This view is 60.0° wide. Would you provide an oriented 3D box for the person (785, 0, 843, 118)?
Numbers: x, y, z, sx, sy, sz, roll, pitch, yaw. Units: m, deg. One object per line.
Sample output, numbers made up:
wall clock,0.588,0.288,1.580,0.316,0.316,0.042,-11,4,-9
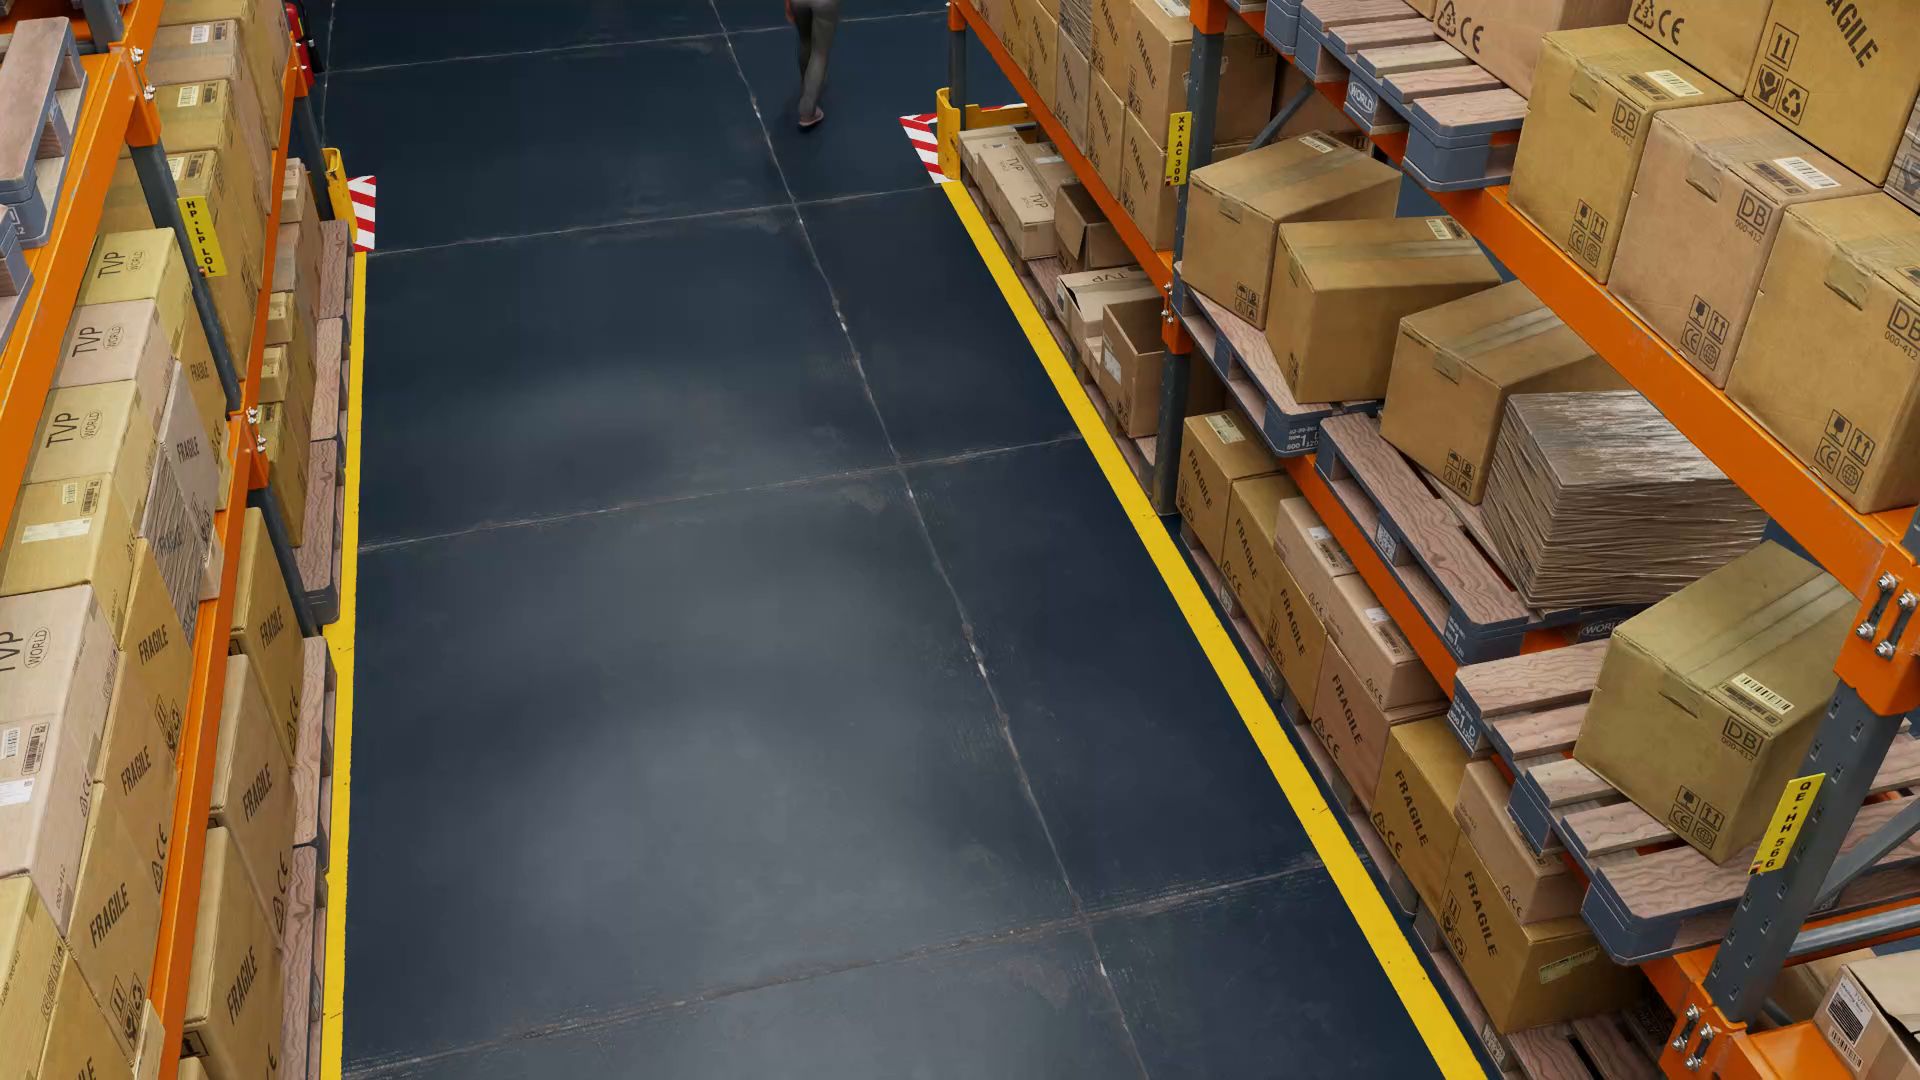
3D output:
person,-0.995,-3.731,11.367,0.494,1.540,0.720,13,40,16
